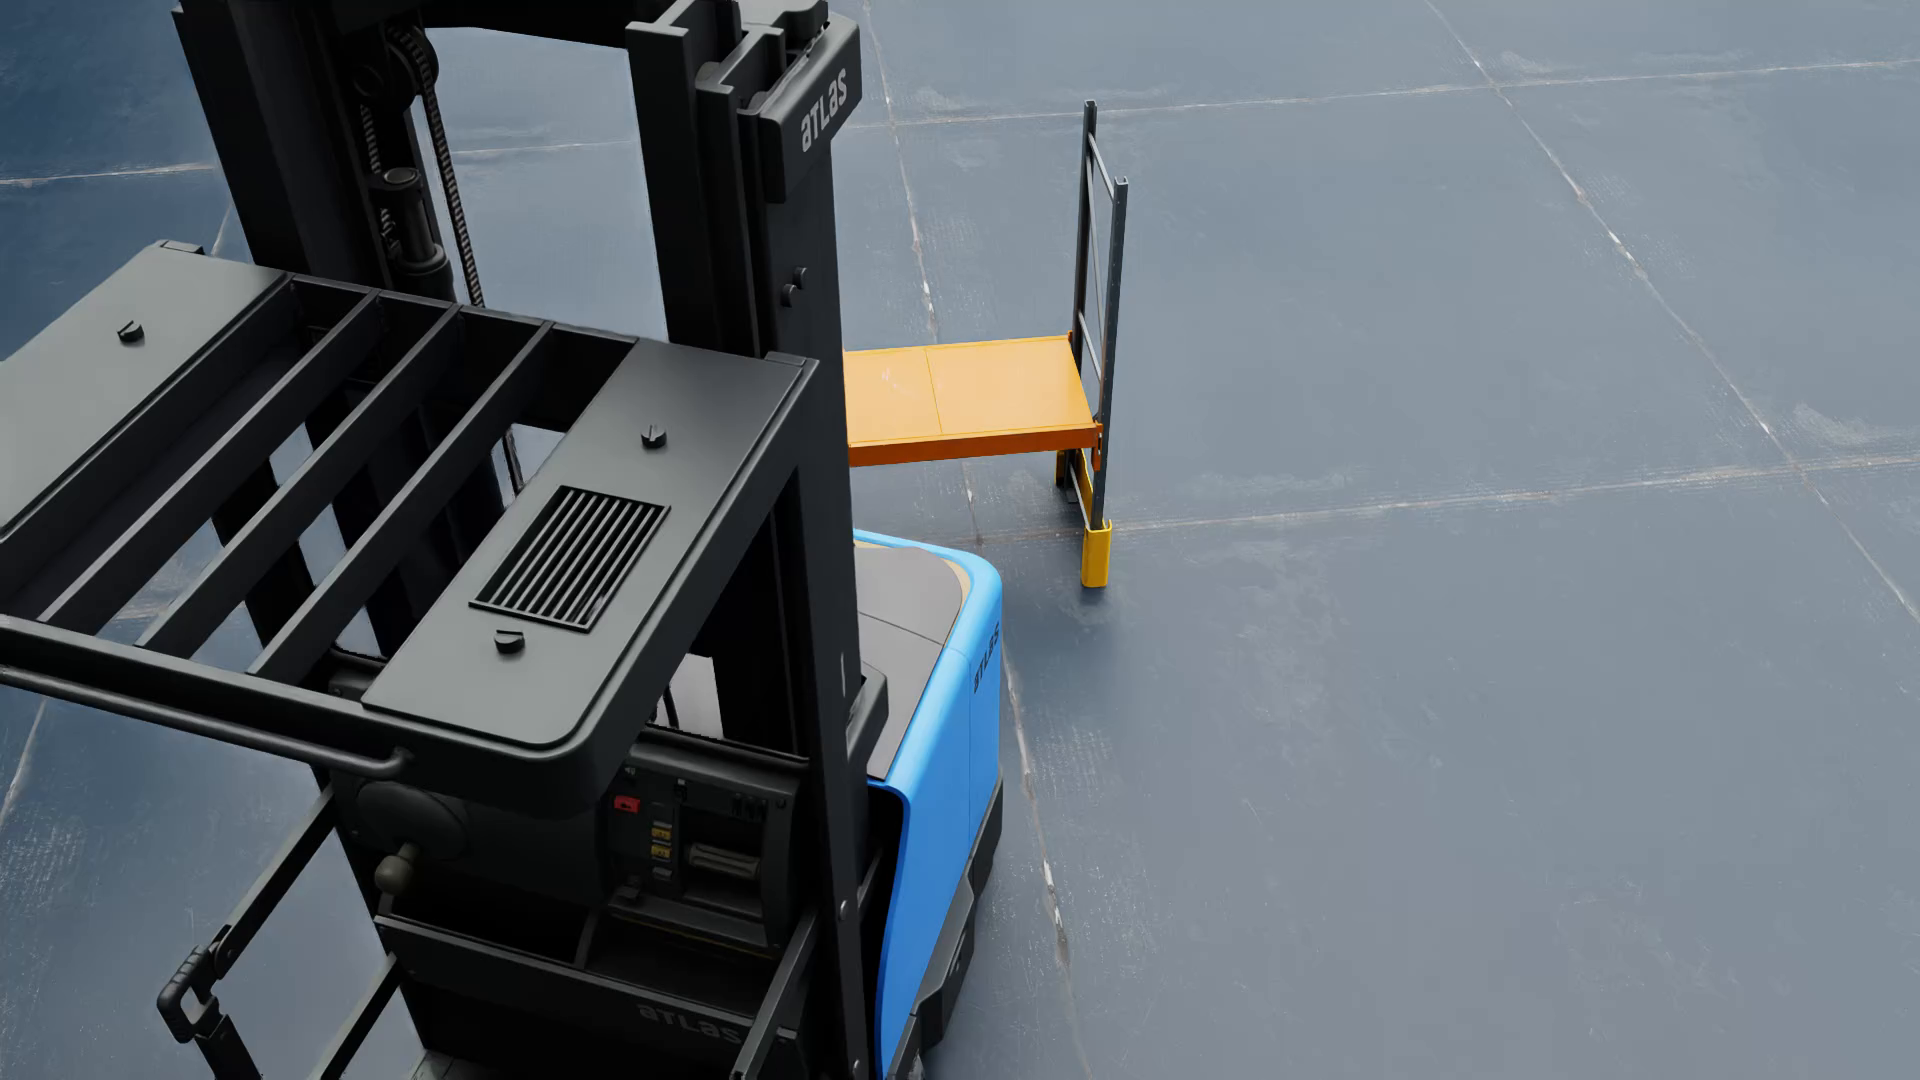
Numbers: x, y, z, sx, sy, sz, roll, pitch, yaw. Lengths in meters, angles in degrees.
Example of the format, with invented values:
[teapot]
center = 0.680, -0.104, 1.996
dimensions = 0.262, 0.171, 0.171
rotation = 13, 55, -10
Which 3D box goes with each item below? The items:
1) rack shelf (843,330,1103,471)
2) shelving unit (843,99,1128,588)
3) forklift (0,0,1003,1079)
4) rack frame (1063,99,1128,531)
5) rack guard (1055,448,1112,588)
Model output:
[rack shelf]
center = -0.085, -0.416, 5.360
dimensions = 1.000, 0.185, 0.538
rotation = -5, 42, -6
[shelving unit]
center = -0.076, -0.550, 5.240
dimensions = 1.083, 1.500, 0.587
rotation = -5, 42, -6
[forklift]
center = -0.801, 0.602, 2.895
dimensions = 1.130, 2.935, 3.031
rotation = 12, 43, 13
[rack frame]
center = 0.419, -0.594, 5.288
dimensions = 0.032, 1.500, 0.500
rotation = -5, 42, -6
[rack guard]
center = 0.418, -0.129, 5.707
dimensions = 0.087, 0.250, 0.587
rotation = -5, 42, -6
